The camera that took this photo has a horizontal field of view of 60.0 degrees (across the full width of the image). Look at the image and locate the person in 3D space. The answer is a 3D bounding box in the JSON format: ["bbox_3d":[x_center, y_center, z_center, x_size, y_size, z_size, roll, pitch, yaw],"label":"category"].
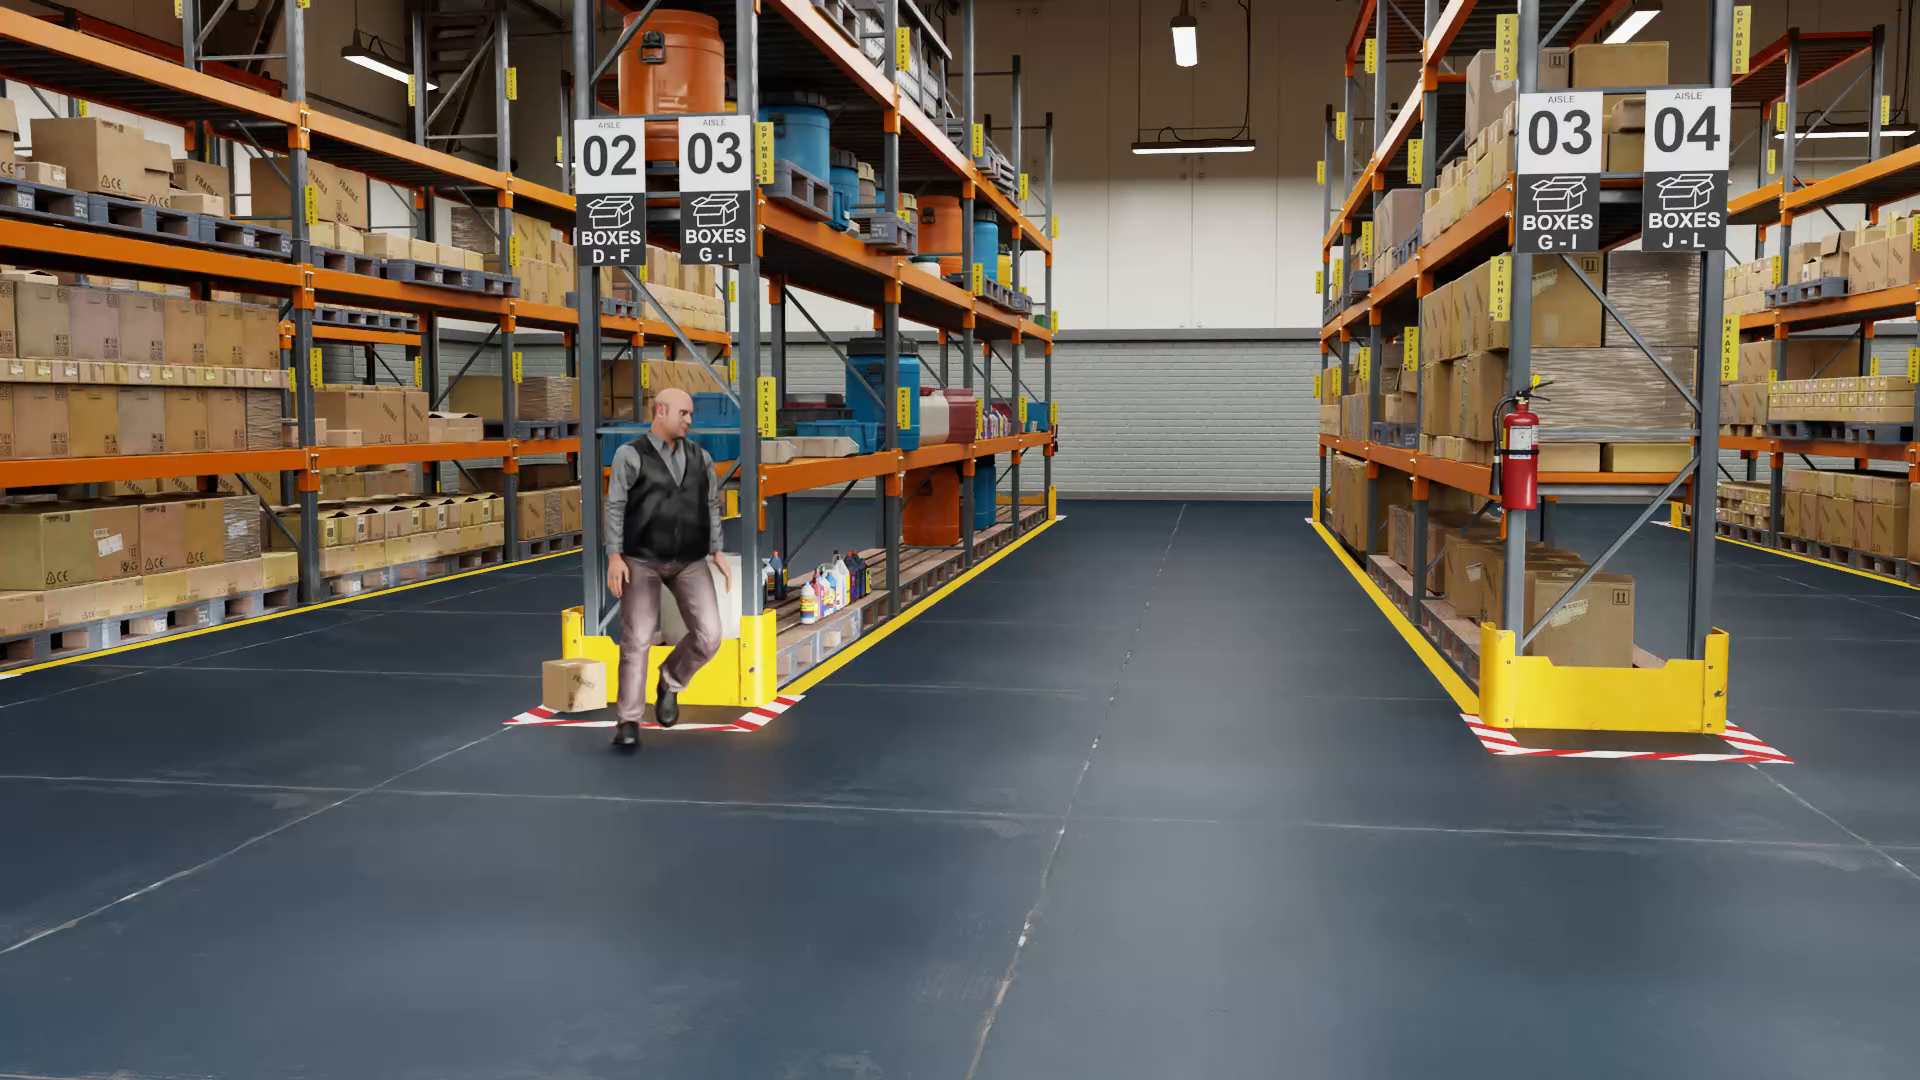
[{"bbox_3d":[-1.436,0.117,8.091,0.617,1.709,0.483,-3,5,-30],"label":"person"}]
